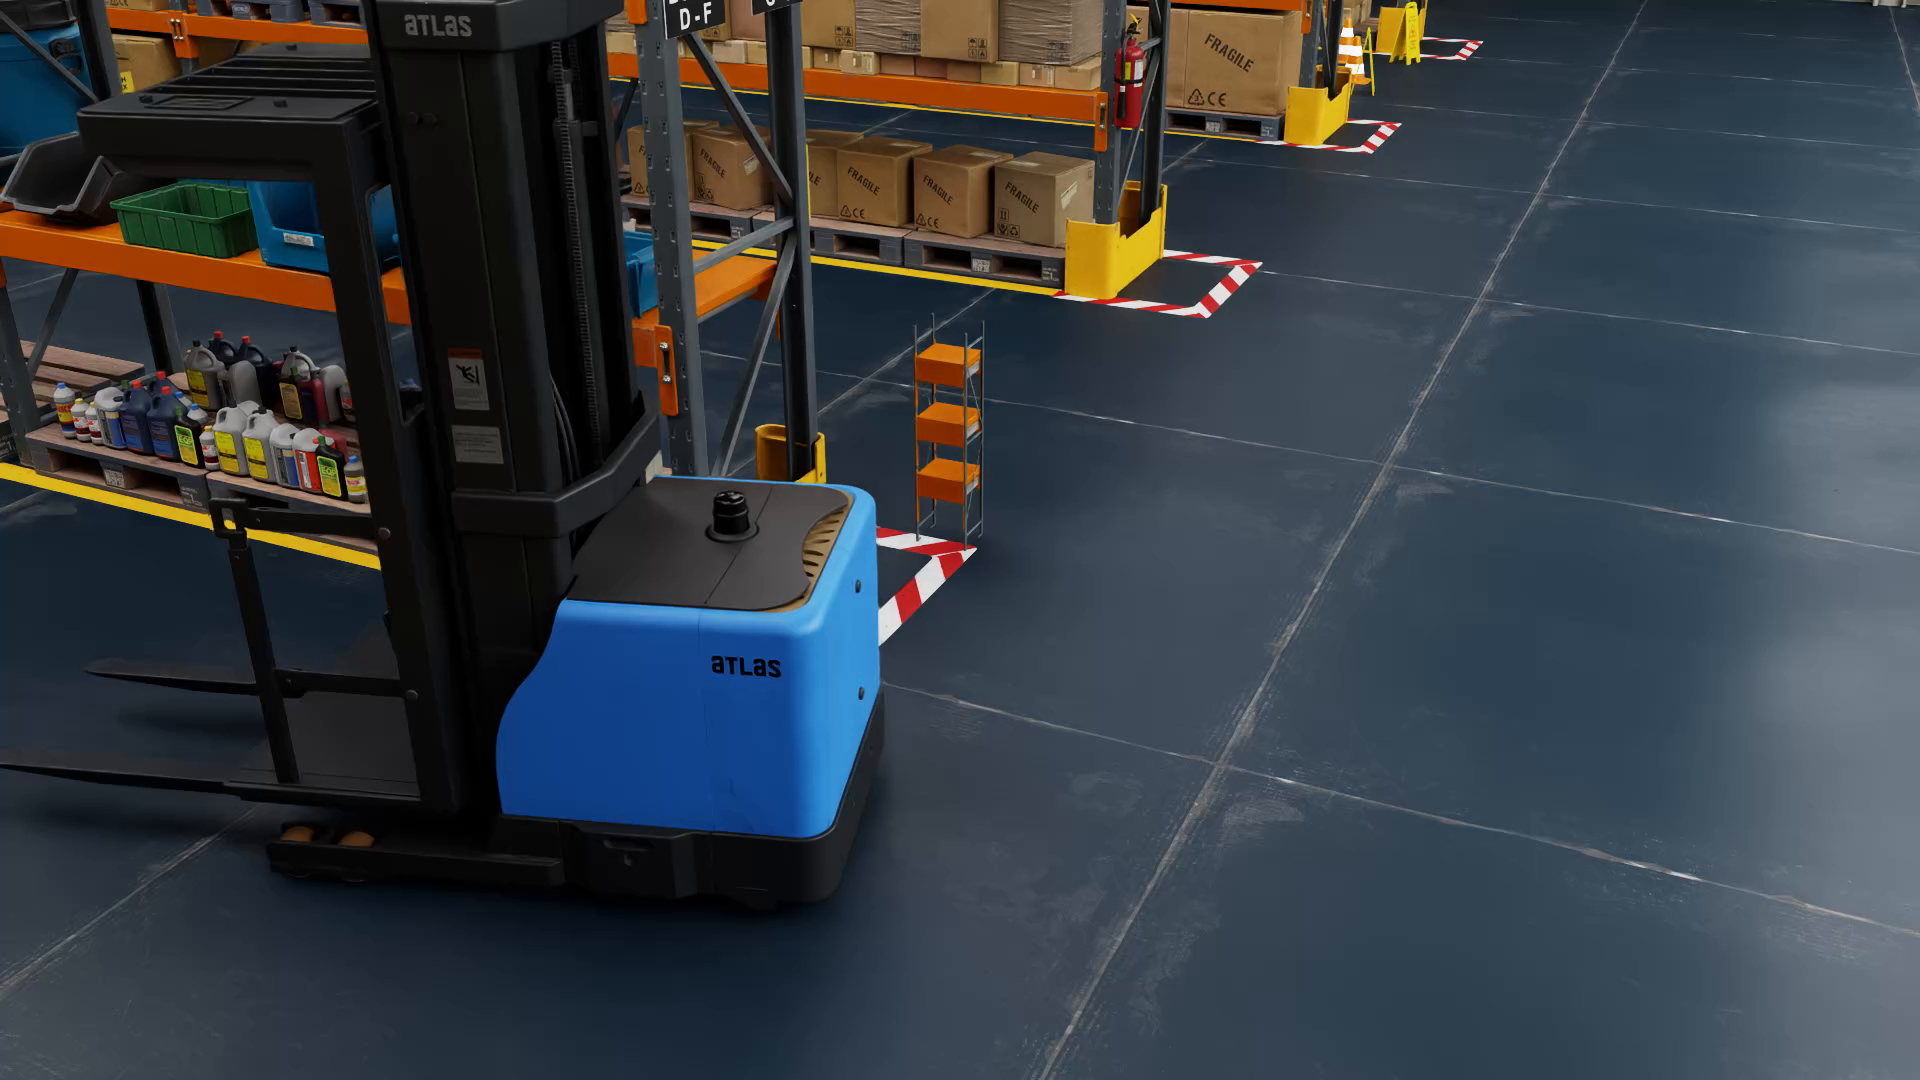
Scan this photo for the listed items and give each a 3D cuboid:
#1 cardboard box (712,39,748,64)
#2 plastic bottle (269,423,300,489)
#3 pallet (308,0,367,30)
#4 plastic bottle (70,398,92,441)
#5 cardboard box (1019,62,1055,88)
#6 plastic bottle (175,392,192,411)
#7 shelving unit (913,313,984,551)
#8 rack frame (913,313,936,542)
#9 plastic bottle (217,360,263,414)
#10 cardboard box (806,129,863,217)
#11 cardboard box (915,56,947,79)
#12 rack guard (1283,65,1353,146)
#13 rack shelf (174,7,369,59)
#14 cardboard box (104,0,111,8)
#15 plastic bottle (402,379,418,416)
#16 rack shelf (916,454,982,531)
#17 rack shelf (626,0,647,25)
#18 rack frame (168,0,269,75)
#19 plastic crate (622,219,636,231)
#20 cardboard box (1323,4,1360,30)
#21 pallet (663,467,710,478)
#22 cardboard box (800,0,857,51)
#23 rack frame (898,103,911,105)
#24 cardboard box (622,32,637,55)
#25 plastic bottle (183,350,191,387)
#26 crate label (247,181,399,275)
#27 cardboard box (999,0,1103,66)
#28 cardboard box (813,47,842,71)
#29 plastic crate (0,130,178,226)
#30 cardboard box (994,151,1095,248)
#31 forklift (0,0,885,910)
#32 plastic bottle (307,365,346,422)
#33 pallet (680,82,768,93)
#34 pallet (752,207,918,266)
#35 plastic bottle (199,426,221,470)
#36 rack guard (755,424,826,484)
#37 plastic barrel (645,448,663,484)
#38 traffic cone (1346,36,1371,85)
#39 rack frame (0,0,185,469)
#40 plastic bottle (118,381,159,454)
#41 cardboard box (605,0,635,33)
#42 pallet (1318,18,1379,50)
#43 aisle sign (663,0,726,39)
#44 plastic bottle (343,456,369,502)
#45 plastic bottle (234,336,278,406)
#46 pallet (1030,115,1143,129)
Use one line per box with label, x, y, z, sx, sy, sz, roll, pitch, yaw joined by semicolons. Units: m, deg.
cardboard box;-1.523;-3.442;11.630;0.250;0.149;0.380;11;28;22
plastic bottle;-3.104;-0.399;7.751;0.135;0.276;0.152;11;28;20
pallet;-4.319;-4.205;13.111;1.213;0.211;1.003;11;28;22
plastic bottle;-4.346;-0.602;8.247;0.097;0.201;0.097;0;26;0
cardboard box;0.572;-3.076;10.886;0.250;0.149;0.380;11;28;22
plastic bottle;-3.802;-0.594;8.152;0.097;0.271;0.097;0;26;0
shelving unit;-0.049;-0.481;7.538;0.252;1.050;0.215;11;28;22
rack frame;-0.160;-0.503;7.584;0.008;1.050;0.200;11;28;22
plastic bottle;-3.706;-0.788;8.539;0.135;0.276;0.152;11;28;22
cardboard box;-1.027;-2.699;12.191;0.500;0.500;0.500;9;28;17
cardboard box;-0.109;-3.215;11.169;0.250;0.149;0.380;11;28;22
rack guard;3.311;-4.024;15.356;0.348;0.500;1.175;11;28;22
rack shelf;-4.318;-3.948;13.187;4.000;0.370;1.077;11;28;22
cardboard box;-7.142;-4.765;13.920;0.500;0.500;0.500;11;28;21
plastic bottle;-2.740;-0.675;8.315;0.097;0.271;0.097;0;26;0
rack shelf;-0.049;-0.222;7.666;0.240;0.259;0.215;11;28;22
rack shelf;-2.727;-2.571;6.994;4.000;0.370;1.077;11;28;22
rack frame;-6.138;-4.636;13.771;0.127;3.000;1.000;11;28;22
plastic crate;-1.588;-1.357;7.408;0.250;0.136;0.298;11;28;22
cardboard box;4.377;-6.157;19.497;0.500;0.250;0.500;11;28;22
pallet;-1.732;-0.077;7.667;1.213;0.211;1.003;11;28;22
cardboard box;-0.738;-3.712;11.443;0.500;0.500;0.875;11;28;22
rack frame;-0.352;-5.881;16.299;0.127;3.000;1.000;11;28;22
cardboard box;-2.204;-3.581;11.912;0.250;0.149;0.380;11;28;22
plastic bottle;-4.088;-0.914;8.881;0.097;0.201;0.097;0;26;0
crate label;-2.694;-1.426;7.210;0.616;0.435;0.502;11;28;22
cardboard box;0.655;-3.463;10.939;0.500;0.500;0.875;11;28;22
cardboard box;-0.809;-3.336;11.413;0.250;0.149;0.380;11;28;22
plastic crate;-4.123;-1.739;7.956;0.504;0.338;0.767;11;28;22
cardboard box;0.583;-2.361;11.505;0.500;0.500;0.500;17;31;31
forklift;-1.834;-0.416;5.278;3.031;2.935;1.130;3;26;7
plastic bottle;-3.227;-0.761;8.486;0.135;0.276;0.152;12;29;23
pallet;-2.200;-4.963;17.591;1.213;0.211;1.003;11;28;22
pallet;-0.757;-2.323;12.229;1.213;0.211;1.003;11;28;22
plastic bottle;-3.564;-0.445;7.928;0.097;0.201;0.097;0;26;0
rack guard;-0.995;-0.056;7.297;0.348;0.500;1.175;11;28;22
plastic barrel;-1.537;-0.344;7.394;0.421;0.512;0.421;0;26;0
traffic cone;4.171;-5.072;17.527;0.334;0.463;0.336;11;28;22
rack frame;-4.547;-1.913;8.240;0.127;3.000;1.000;11;28;22
plastic bottle;-3.984;-0.608;8.090;0.185;0.351;0.144;12;29;23
cardboard box;-2.113;-3.976;11.980;0.500;0.500;0.875;11;28;22
pallet;4.452;-6.084;19.868;1.213;0.211;1.003;11;28;22
aisle sign;-0.964;-2.216;5.911;0.004;0.787;0.394;11;28;22
plastic bottle;-2.759;-0.283;7.600;0.097;0.201;0.097;0;26;0
plastic bottle;-3.667;-0.885;8.653;0.185;0.351;0.144;10;28;19
pallet;1.422;-4.237;16.116;1.213;0.211;1.003;11;28;22
